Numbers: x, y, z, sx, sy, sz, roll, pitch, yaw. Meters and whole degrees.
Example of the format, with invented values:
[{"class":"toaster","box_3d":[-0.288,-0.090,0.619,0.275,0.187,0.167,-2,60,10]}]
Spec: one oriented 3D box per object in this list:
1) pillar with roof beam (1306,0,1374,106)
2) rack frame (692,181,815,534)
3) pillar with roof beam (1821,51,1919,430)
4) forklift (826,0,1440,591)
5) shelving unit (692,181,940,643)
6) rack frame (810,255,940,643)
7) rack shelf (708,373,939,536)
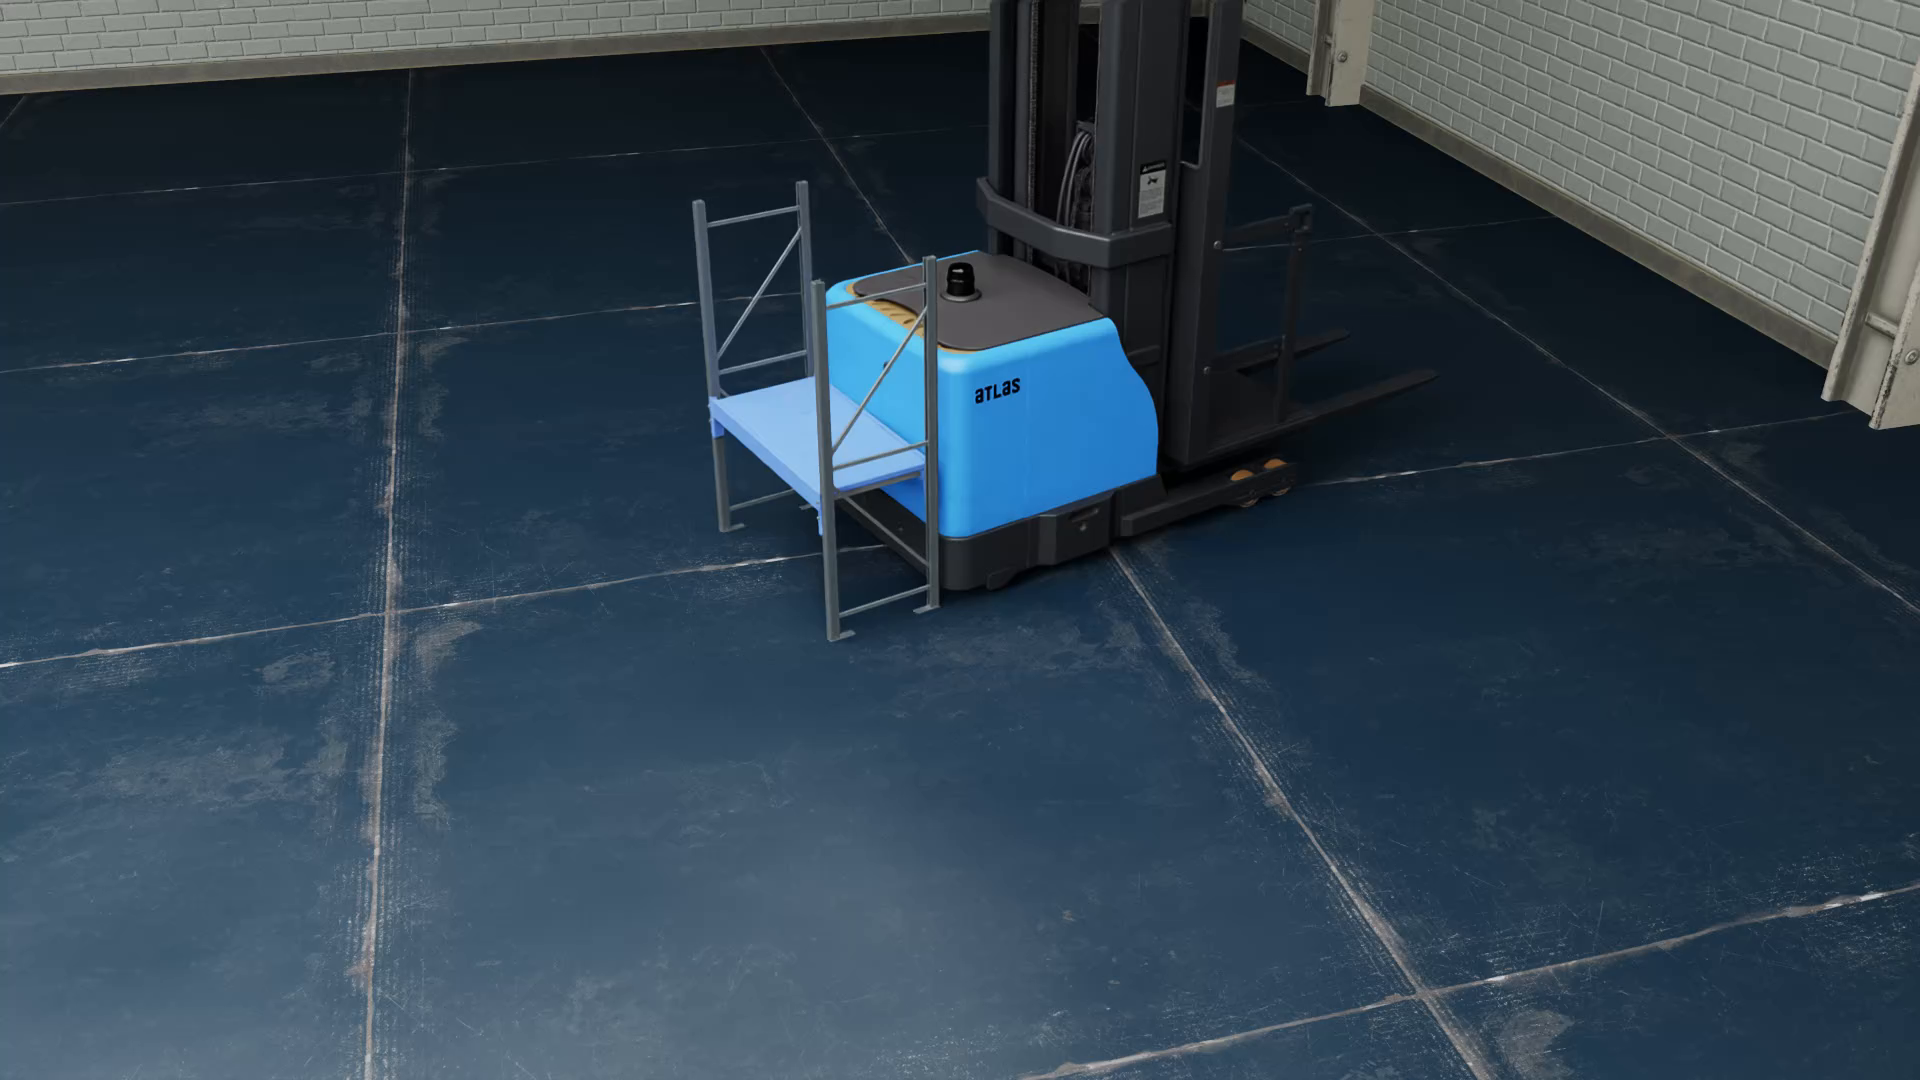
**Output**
[{"class":"pillar with roof beam","box_3d":[-1.138,-6.878,10.150,9.100,9.000,0.400,-8,31,-13]},{"class":"rack frame","box_3d":[-0.838,-0.748,7.045,0.500,1.500,0.032,-17,34,-27]},{"class":"pillar with roof beam","box_3d":[0.454,-3.980,5.144,9.100,9.000,0.400,-8,31,-13]},{"class":"forklift","box_3d":[0.933,-1.618,7.120,3.031,2.935,1.130,-18,35,-29]},{"class":"shelving unit","box_3d":[-0.571,-0.531,6.671,0.538,1.500,1.048,-17,34,-27]},{"class":"rack frame","box_3d":[-0.304,-0.315,6.296,0.500,1.500,0.032,-17,34,-27]},{"class":"rack shelf","box_3d":[-0.571,-0.376,6.761,0.538,0.185,1.000,-17,34,-27]}]
